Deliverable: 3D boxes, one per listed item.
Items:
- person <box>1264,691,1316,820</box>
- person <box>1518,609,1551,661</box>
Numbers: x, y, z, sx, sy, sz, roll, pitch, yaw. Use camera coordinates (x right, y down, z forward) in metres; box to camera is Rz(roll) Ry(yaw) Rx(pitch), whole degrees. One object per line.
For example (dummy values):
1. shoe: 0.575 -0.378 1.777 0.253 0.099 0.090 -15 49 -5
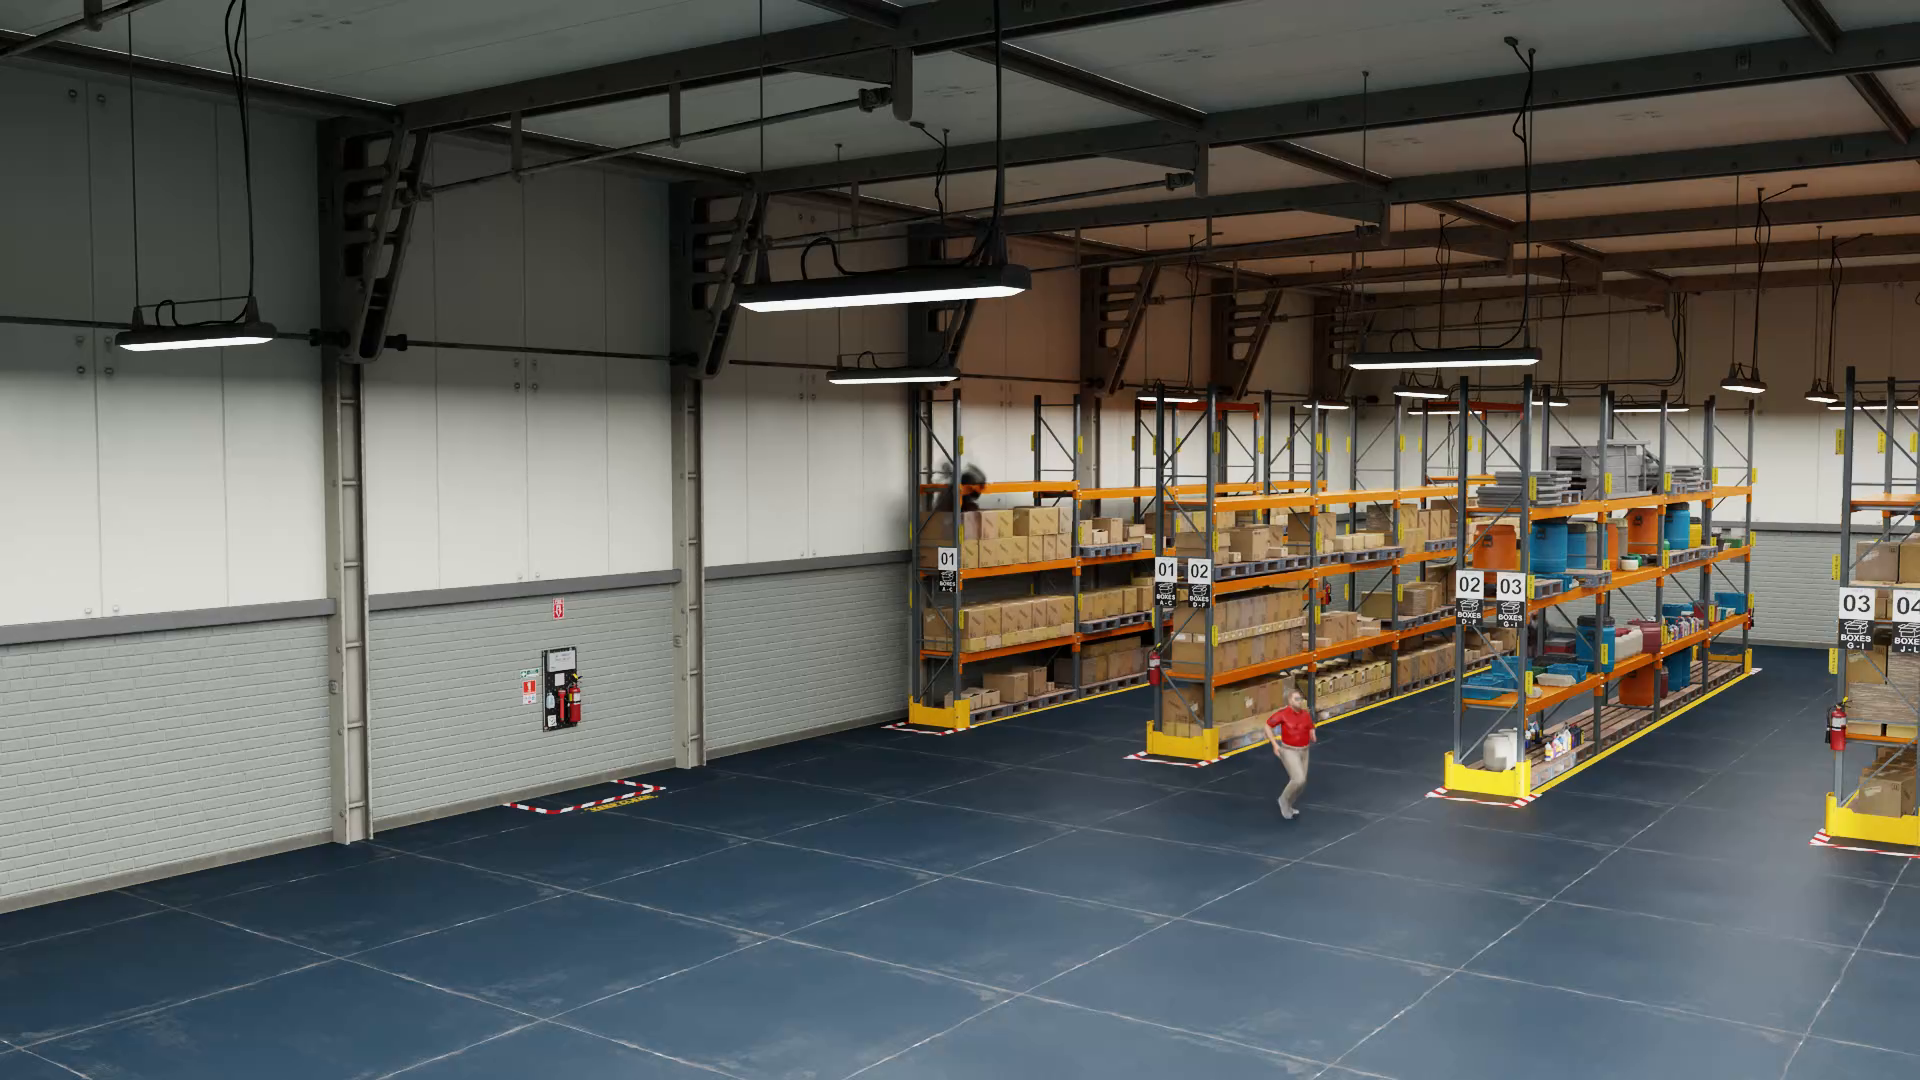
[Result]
1. person: 4.500 2.883 22.219 0.645 1.719 0.669 -2 4 -29
2. person: 11.789 2.203 34.162 0.606 1.770 0.852 1 4 25
